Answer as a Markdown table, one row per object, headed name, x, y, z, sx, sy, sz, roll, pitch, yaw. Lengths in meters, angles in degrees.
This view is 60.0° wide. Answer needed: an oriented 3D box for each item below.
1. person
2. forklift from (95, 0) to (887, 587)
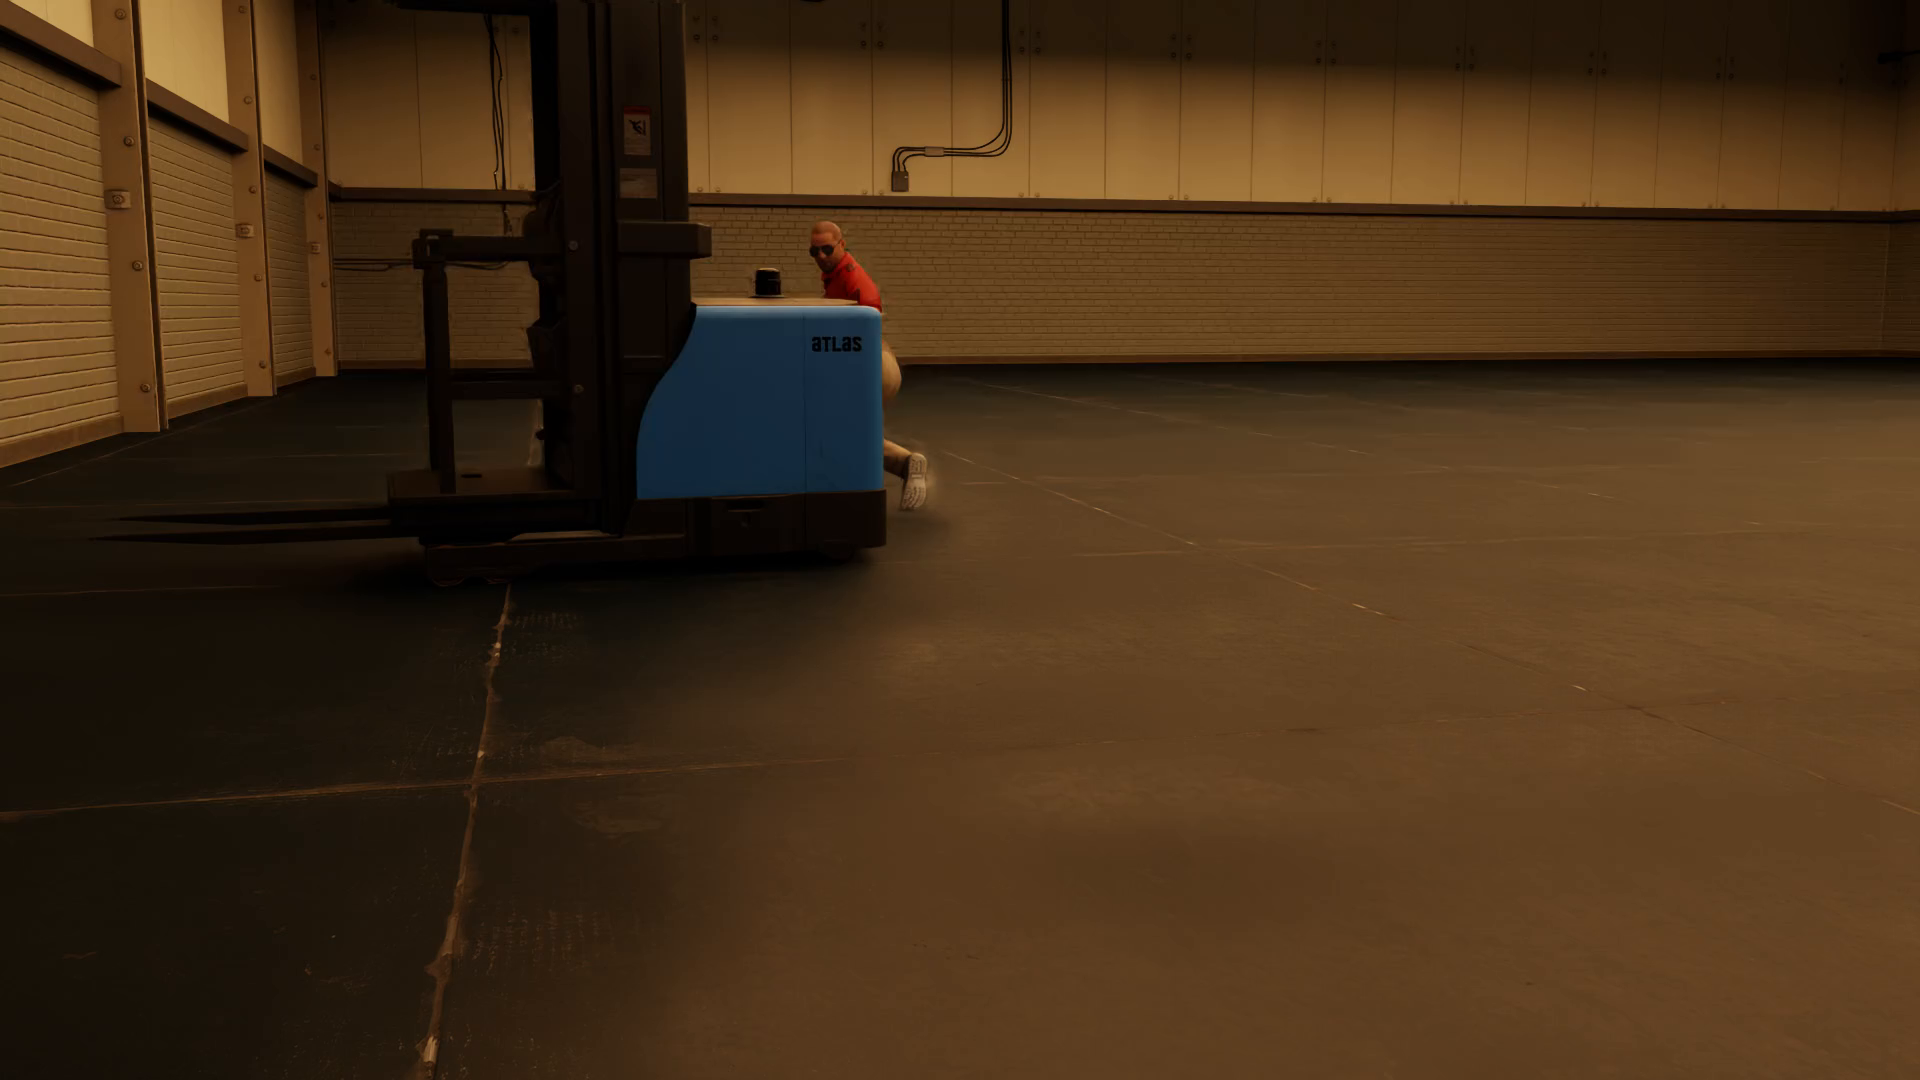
| name | x | y | z | sx | sy | sz | roll | pitch | yaw |
| --- | --- | --- | --- | --- | --- | --- | --- | --- | --- |
| person | -0.503 | -0.894 | 8.737 | 0.648 | 1.528 | 0.831 | 1 | 8 | 6 |
| forklift | -1.884 | -1.351 | 6.789 | 3.031 | 2.935 | 1.130 | -3 | 8 | -19 |
